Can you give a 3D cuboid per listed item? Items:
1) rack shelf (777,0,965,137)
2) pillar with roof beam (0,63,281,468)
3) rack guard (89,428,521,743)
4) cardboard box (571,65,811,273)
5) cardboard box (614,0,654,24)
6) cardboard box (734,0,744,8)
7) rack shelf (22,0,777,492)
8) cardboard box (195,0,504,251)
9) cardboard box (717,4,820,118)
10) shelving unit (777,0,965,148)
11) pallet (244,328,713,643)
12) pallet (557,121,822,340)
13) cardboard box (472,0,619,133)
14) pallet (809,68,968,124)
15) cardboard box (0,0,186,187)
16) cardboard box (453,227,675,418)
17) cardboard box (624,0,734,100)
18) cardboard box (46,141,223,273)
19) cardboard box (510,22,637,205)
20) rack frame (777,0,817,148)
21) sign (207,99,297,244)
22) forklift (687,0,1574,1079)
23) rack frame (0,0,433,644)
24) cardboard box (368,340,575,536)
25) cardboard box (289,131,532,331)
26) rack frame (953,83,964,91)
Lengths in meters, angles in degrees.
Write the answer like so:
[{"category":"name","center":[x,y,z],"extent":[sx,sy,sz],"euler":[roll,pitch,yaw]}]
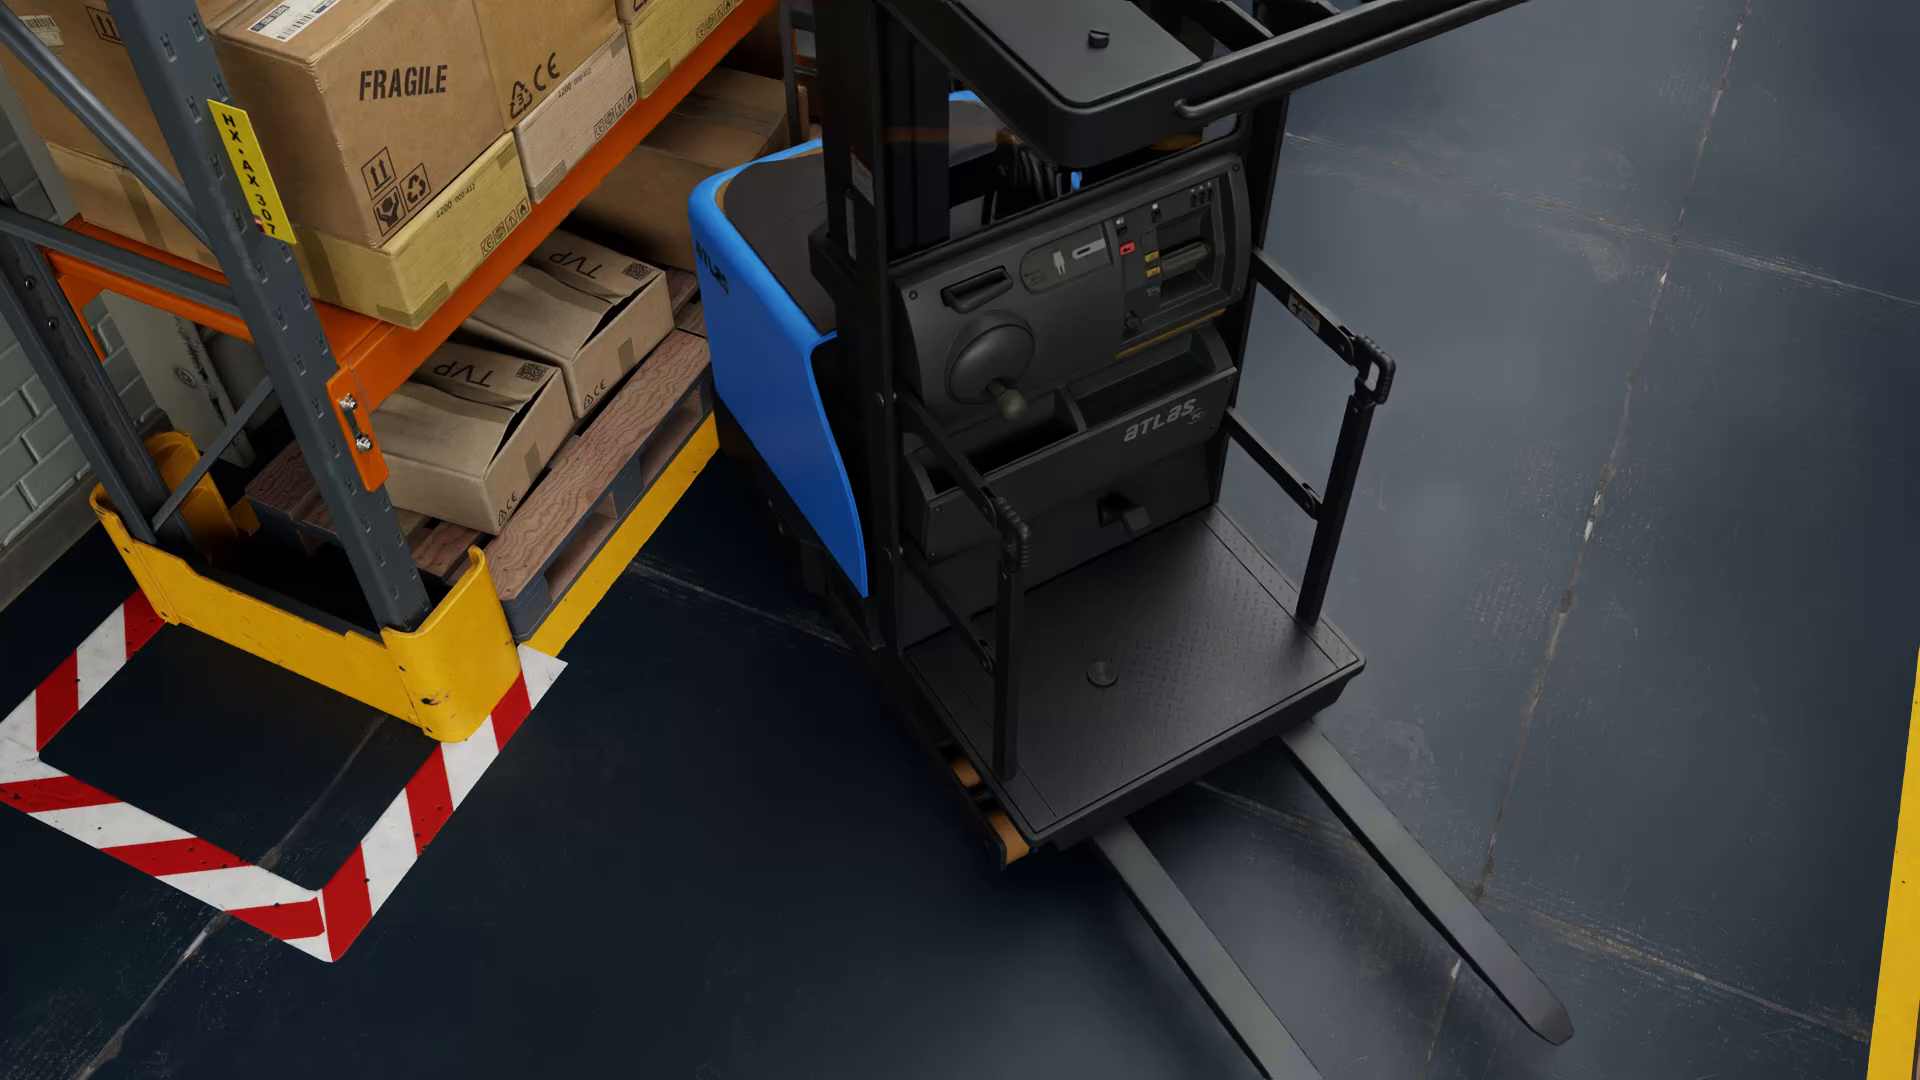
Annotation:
[{"category":"rack shelf","center":[-0.263,-1.560,5.216],"extent":[0.431,0.518,0.480],"euler":[17,52,14]},{"category":"pillar with roof beam","center":[1.498,-1.937,0.990],"extent":[9.100,9.000,0.400],"euler":[20,52,16]},{"category":"rack guard","center":[-1.879,0.127,4.814],"extent":[1.175,0.500,0.348],"euler":[20,52,16]},{"category":"cardboard box","center":[-0.932,-1.292,5.732],"extent":[0.700,0.500,0.500],"euler":[17,52,14]},{"category":"cardboard box","center":[-0.989,-1.753,4.365],"extent":[0.500,0.500,0.500],"euler":[18,52,15]},{"category":"cardboard box","center":[-0.766,-1.880,4.965],"extent":[0.500,0.250,0.500],"euler":[20,53,16]},{"category":"rack shelf","center":[-1.057,-1.775,5.263],"extent":[1.077,0.370,4.000],"euler":[20,52,16]},{"category":"cardboard box","center":[-1.436,-1.062,3.777],"extent":[0.500,0.500,0.500],"euler":[20,52,16]},{"category":"cardboard box","center":[-0.610,-1.990,6.326],"extent":[0.500,0.500,0.500],"euler":[16,52,13]},{"category":"shelving unit","center":[-0.263,-1.568,5.206],"extent":[0.431,2.100,0.503],"euler":[17,52,14]},{"category":"pallet","center":[-1.500,-0.327,5.390],"extent":[1.003,0.211,1.213],"euler":[20,52,16]},{"category":"pallet","center":[-0.978,-1.164,6.102],"extent":[1.003,0.211,1.213],"euler":[20,52,16]},{"category":"cardboard box","center":[-1.216,-1.400,4.064],"extent":[0.500,0.500,0.500],"euler":[20,52,16]},{"category":"pallet","center":[-0.458,-2.007,6.819],"extent":[1.003,0.211,1.213],"euler":[20,52,16]},{"category":"cardboard box","center":[-1.902,-1.225,3.916],"extent":[0.500,0.500,0.500],"euler":[19,52,16]},{"category":"cardboard box","center":[-1.291,-0.742,5.388],"extent":[0.500,0.311,0.500],"euler":[24,54,19]},{"category":"cardboard box","center":[-0.984,-1.532,4.670],"extent":[0.500,0.250,0.500],"euler":[19,52,16]},{"category":"cardboard box","center":[-1.887,-0.973,4.194],"extent":[0.500,0.250,0.500],"euler":[20,53,17]},{"category":"cardboard box","center":[-1.207,-1.183,4.373],"extent":[0.500,0.250,0.500],"euler":[18,52,15]},{"category":"rack frame","center":[-0.353,-1.396,5.059],"extent":[0.400,2.100,0.015],"euler":[17,52,14]},{"category":"sign","center":[-1.421,-0.735,3.337],"extent":[0.100,0.325,0.005],"euler":[20,52,16]},{"category":"forklift","center":[0.399,-0.487,3.740],"extent":[1.130,2.935,3.031],"euler":[-25,54,-20]},{"category":"rack frame","center":[-1.912,-0.631,3.817],"extent":[1.000,3.000,0.127],"euler":[20,52,16]},{"category":"cardboard box","center":[-1.535,-0.349,5.054],"extent":[0.500,0.311,0.500],"euler":[14,51,12]},{"category":"cardboard box","center":[-1.416,-0.821,4.065],"extent":[0.500,0.250,0.500],"euler":[18,52,15]},{"category":"rack frame","center":[-0.174,-1.741,5.353],"extent":[0.400,2.100,0.015],"euler":[17,52,14]}]
